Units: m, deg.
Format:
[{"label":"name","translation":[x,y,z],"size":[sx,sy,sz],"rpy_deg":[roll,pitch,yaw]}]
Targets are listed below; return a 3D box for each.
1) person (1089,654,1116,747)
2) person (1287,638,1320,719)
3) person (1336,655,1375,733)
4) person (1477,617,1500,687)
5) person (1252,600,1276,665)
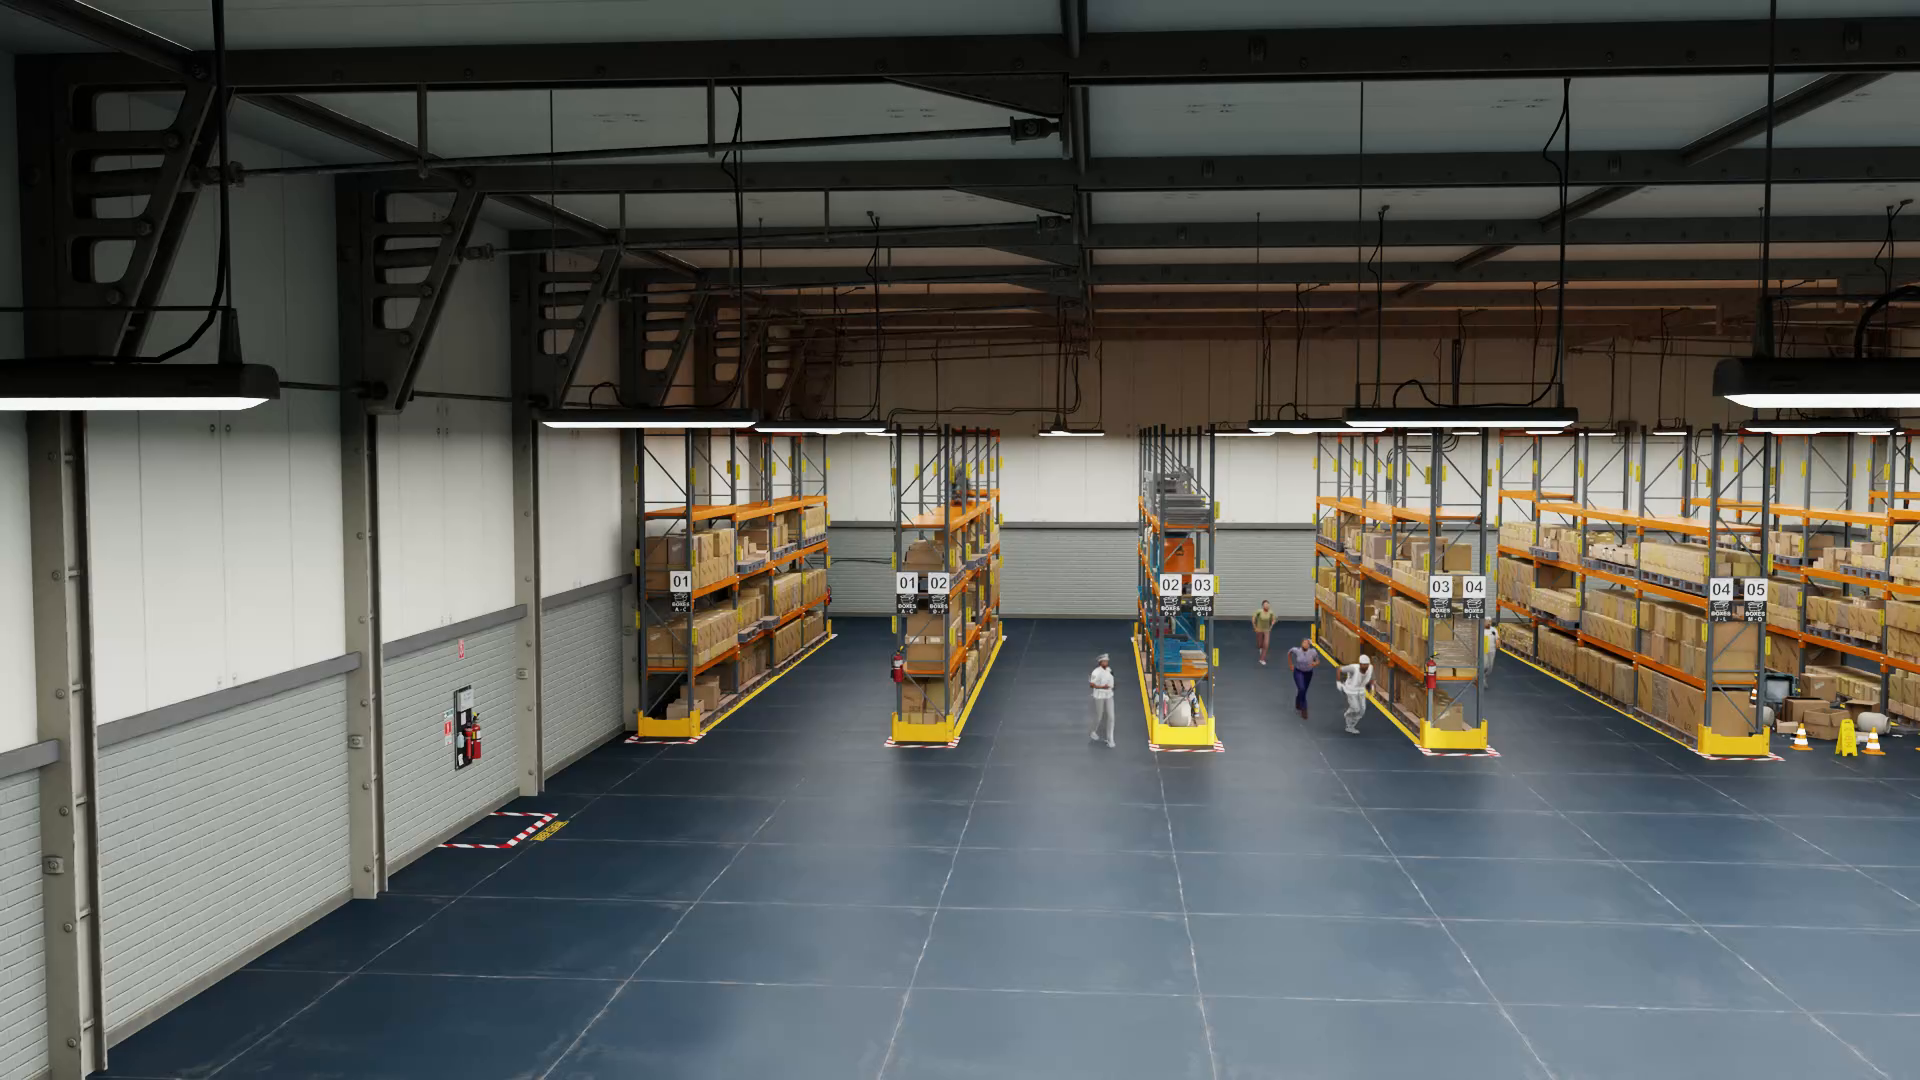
[{"label":"person","translation":[2.656,2.992,31.174],"size":[0.565,1.761,0.795],"rpy_deg":[-2,4,-26]},{"label":"person","translation":[7.098,2.831,34.464],"size":[0.604,1.663,0.973],"rpy_deg":[0,3,-7]},{"label":"person","translation":[7.639,2.977,32.083],"size":[0.715,1.588,0.823],"rpy_deg":[-1,4,-14]},{"label":"person","translation":[12.132,2.577,38.209],"size":[0.586,1.633,0.576],"rpy_deg":[0,3,-1]},{"label":"person","translation":[7.769,2.347,42.556],"size":[0.597,1.641,0.786],"rpy_deg":[0,3,3]}]
